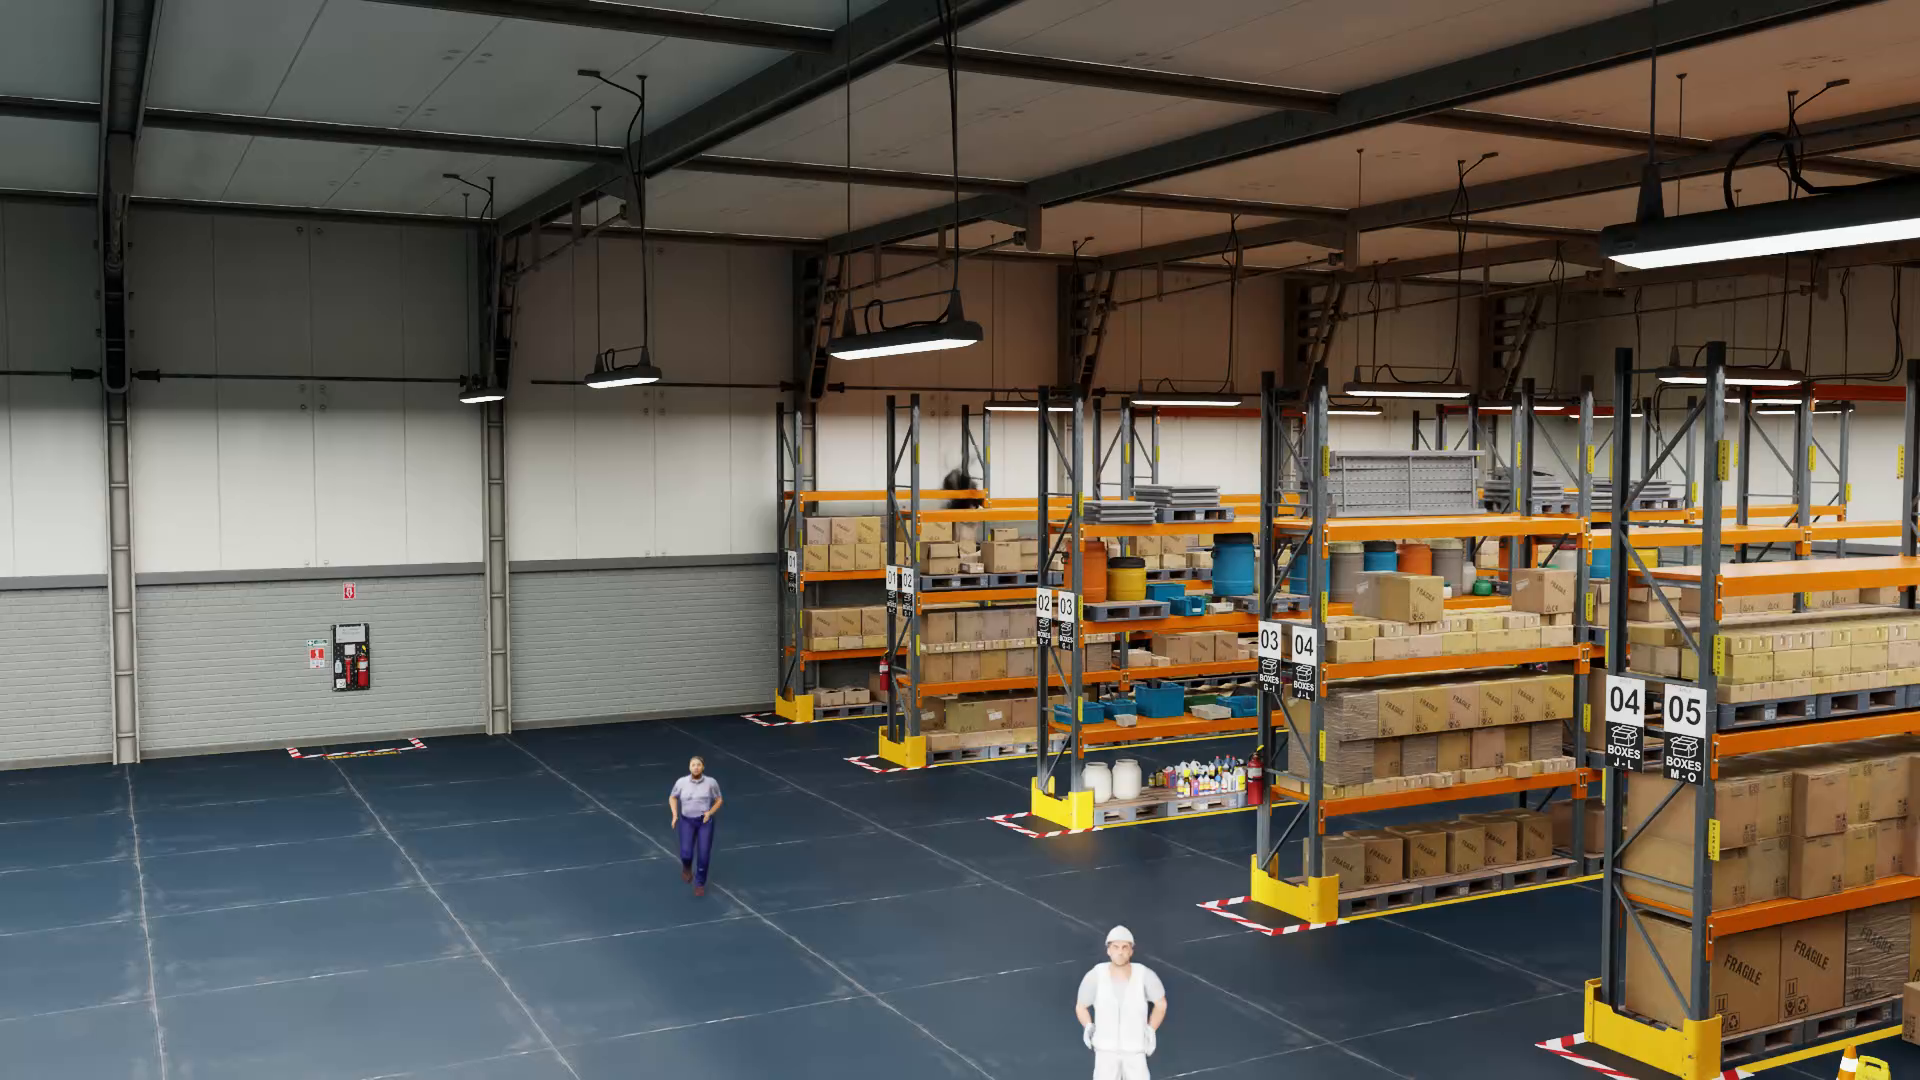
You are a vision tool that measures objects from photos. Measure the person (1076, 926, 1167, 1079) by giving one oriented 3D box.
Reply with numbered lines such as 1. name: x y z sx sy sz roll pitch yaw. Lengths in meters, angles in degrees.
1. person: 1.142 3.621 11.833 0.651 1.739 0.612 0 3 7

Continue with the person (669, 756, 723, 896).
1. person: -3.037 3.290 19.145 0.614 1.610 0.548 0 3 -8
